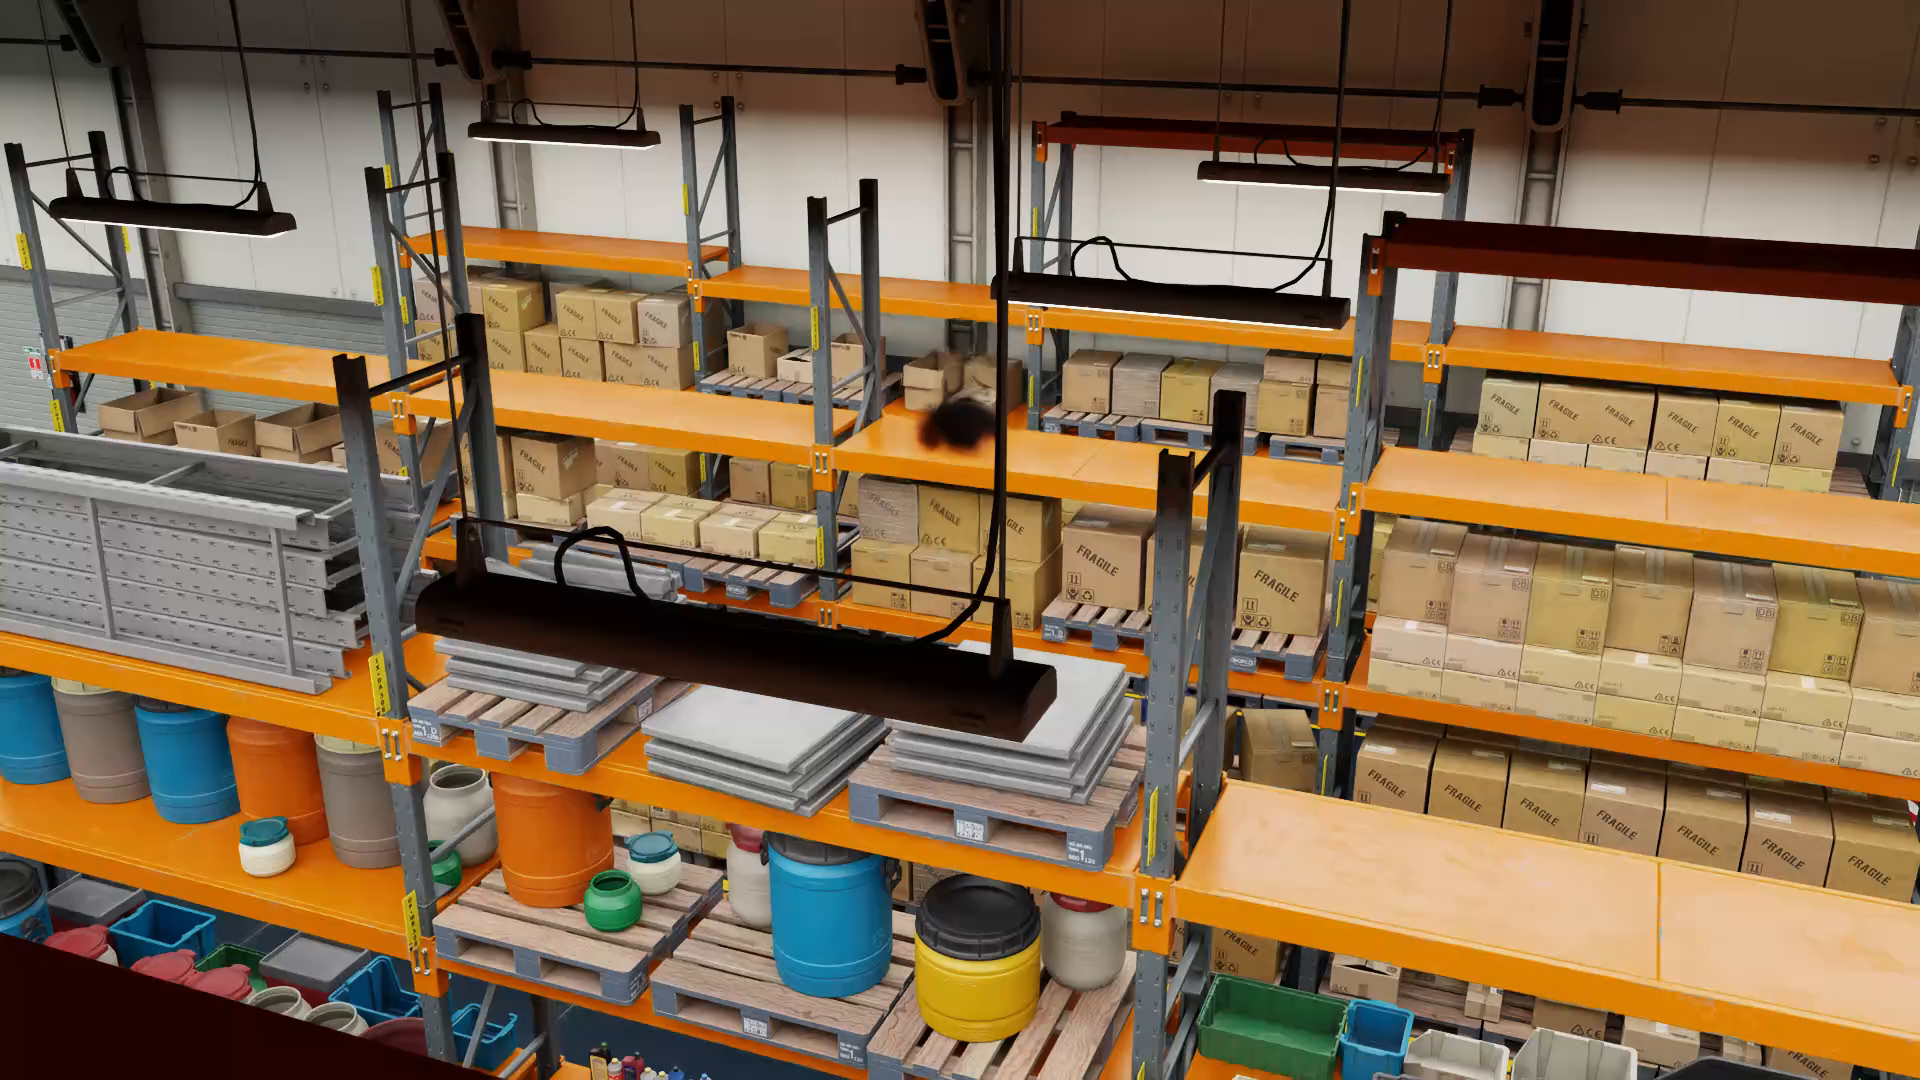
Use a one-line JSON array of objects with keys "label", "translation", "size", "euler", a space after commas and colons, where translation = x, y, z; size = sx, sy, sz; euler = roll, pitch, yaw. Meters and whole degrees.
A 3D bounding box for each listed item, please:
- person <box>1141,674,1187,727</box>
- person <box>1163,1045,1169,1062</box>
[{"label": "person", "translation": [1.835, 1.868, 15.259], "size": [0.802, 1.649, 0.487], "euler": [6, 22, 16]}, {"label": "person", "translation": [0.854, 3.558, 10.779], "size": [1.175, 1.558, 0.713], "euler": [14, 25, 33]}]
